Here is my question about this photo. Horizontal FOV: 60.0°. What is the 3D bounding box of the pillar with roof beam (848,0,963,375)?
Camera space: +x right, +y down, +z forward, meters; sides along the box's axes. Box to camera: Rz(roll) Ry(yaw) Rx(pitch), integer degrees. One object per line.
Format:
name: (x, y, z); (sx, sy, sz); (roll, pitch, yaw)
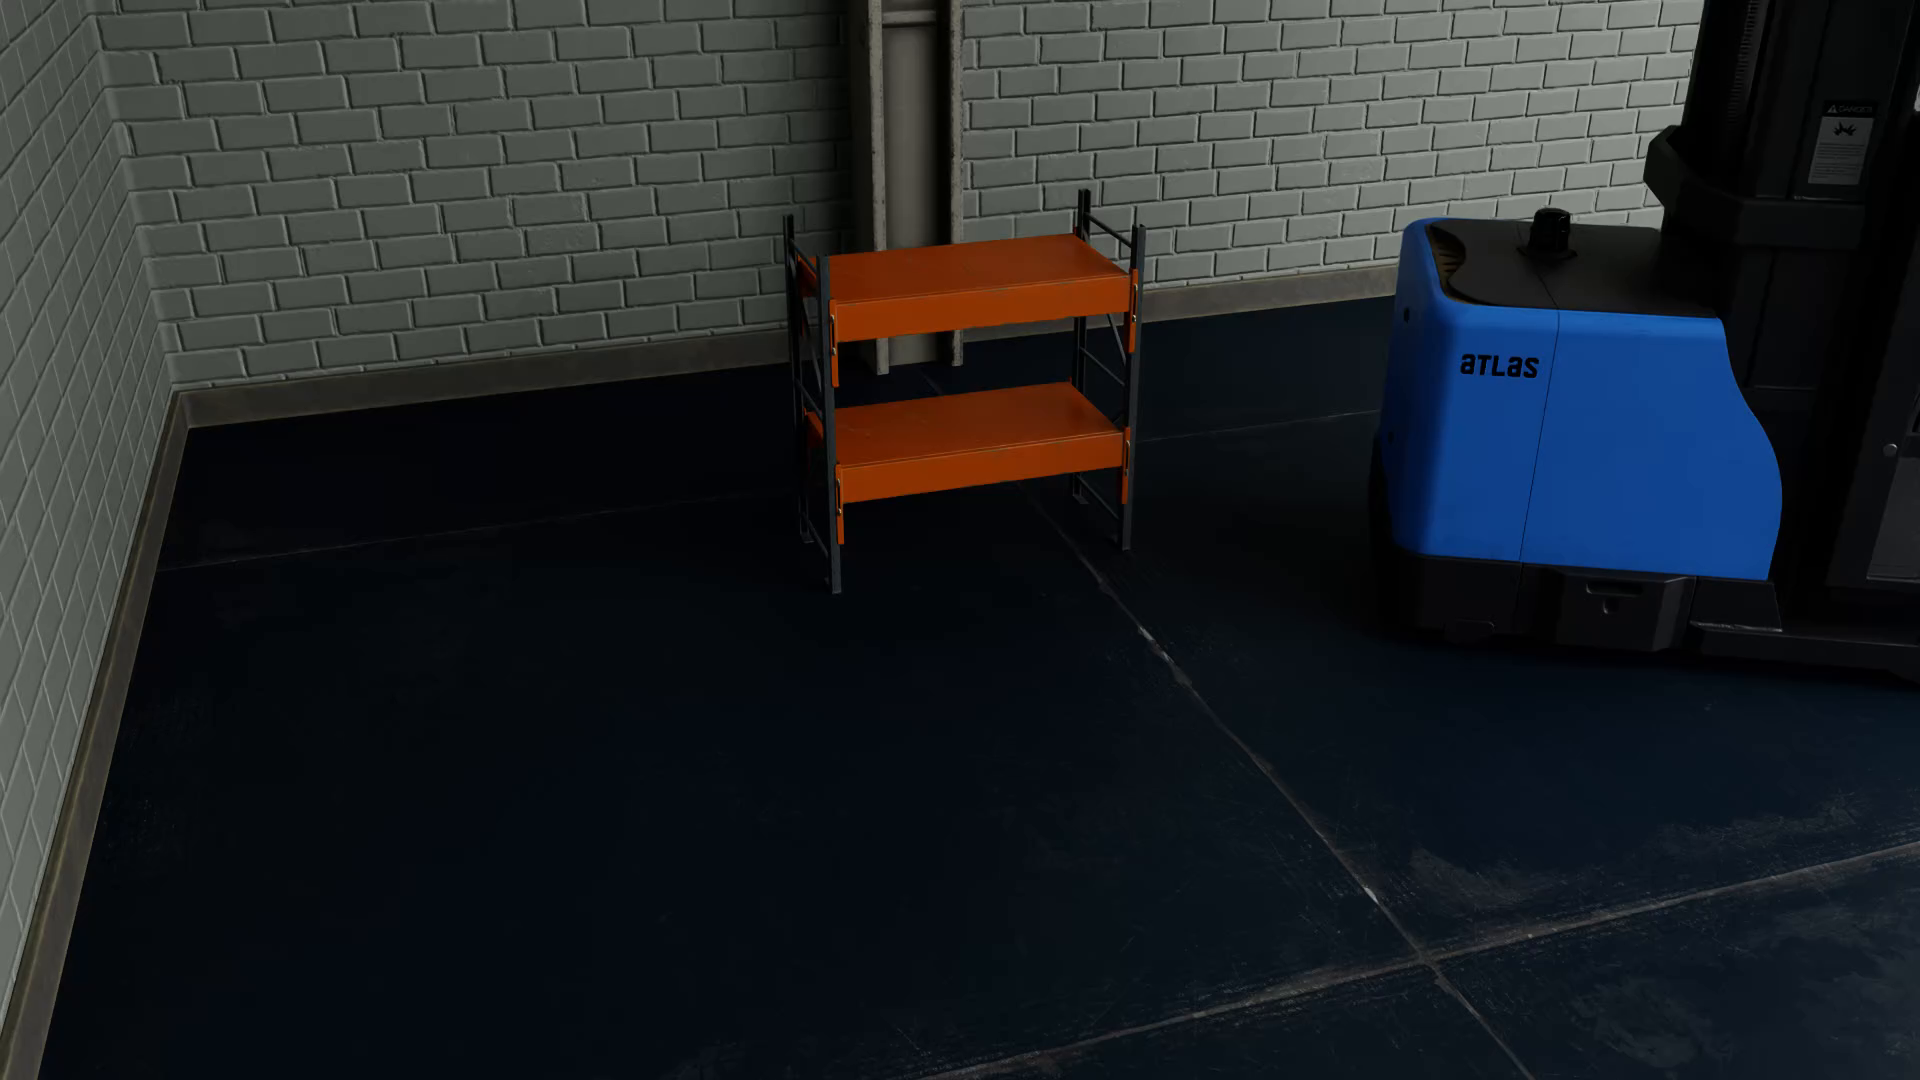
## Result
pillar with roof beam: (1.111, -3.016, 1.706); (0.400, 9.000, 9.100); (-8, 28, -16)

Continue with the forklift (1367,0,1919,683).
forklift: (2.868, -1.105, 4.680); (3.031, 2.935, 1.130); (4, 27, 9)

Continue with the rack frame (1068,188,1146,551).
rack frame: (0.490, -0.575, 5.643); (0.032, 1.125, 0.500); (-8, 28, -16)

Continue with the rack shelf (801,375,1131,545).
rack shelf: (0.006, -0.286, 5.610); (1.000, 0.278, 0.538); (-8, 28, -16)

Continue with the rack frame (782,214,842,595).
rack frame: (-0.477, -0.435, 5.361); (0.032, 1.125, 0.500); (-8, 28, -16)

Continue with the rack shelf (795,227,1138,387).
rack shelf: (0.006, -0.767, 5.372); (1.000, 0.278, 0.538); (-8, 28, -16)

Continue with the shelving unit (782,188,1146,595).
shelving unit: (0.006, -0.505, 5.502); (1.048, 1.125, 0.538); (-8, 28, -16)
